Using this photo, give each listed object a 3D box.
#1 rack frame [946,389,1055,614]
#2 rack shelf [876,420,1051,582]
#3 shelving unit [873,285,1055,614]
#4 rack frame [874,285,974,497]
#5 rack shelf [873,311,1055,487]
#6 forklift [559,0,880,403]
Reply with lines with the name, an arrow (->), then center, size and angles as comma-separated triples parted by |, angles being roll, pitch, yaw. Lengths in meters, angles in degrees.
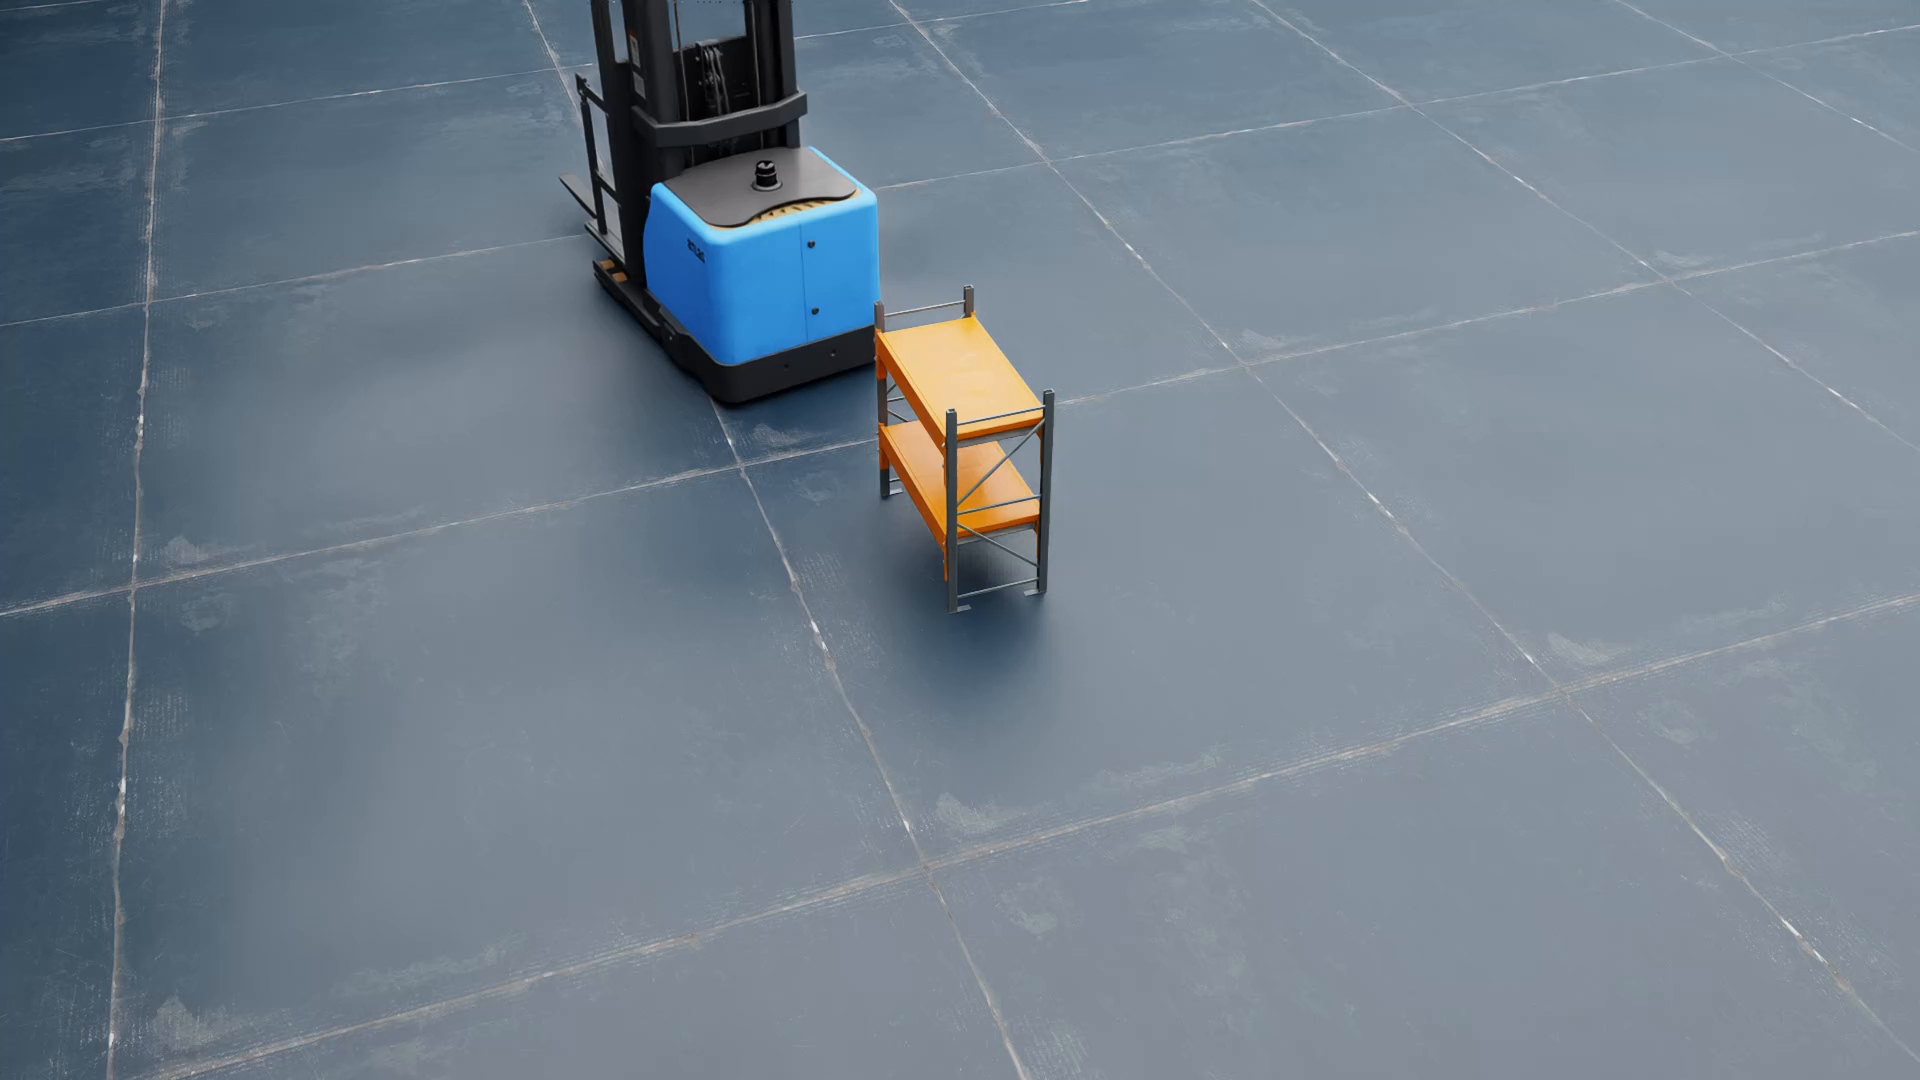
rack frame -> 0.177, -0.158, 7.586 | 0.500, 1.125, 0.032 | -12, 39, -16
rack shelf -> 0.002, -0.250, 8.114 | 0.538, 0.278, 1.000 | -12, 39, -16
shelving unit -> 0.002, -0.445, 7.967 | 0.538, 1.125, 1.048 | -12, 39, -16
rack frame -> -0.173, -0.733, 8.348 | 0.500, 1.125, 0.032 | -12, 39, -16
rack shelf -> 0.002, -0.679, 7.791 | 0.538, 0.278, 1.000 | -12, 39, -16
forklift -> -1.632, -2.790, 9.578 | 1.130, 2.935, 3.031 | -20, 41, -25
